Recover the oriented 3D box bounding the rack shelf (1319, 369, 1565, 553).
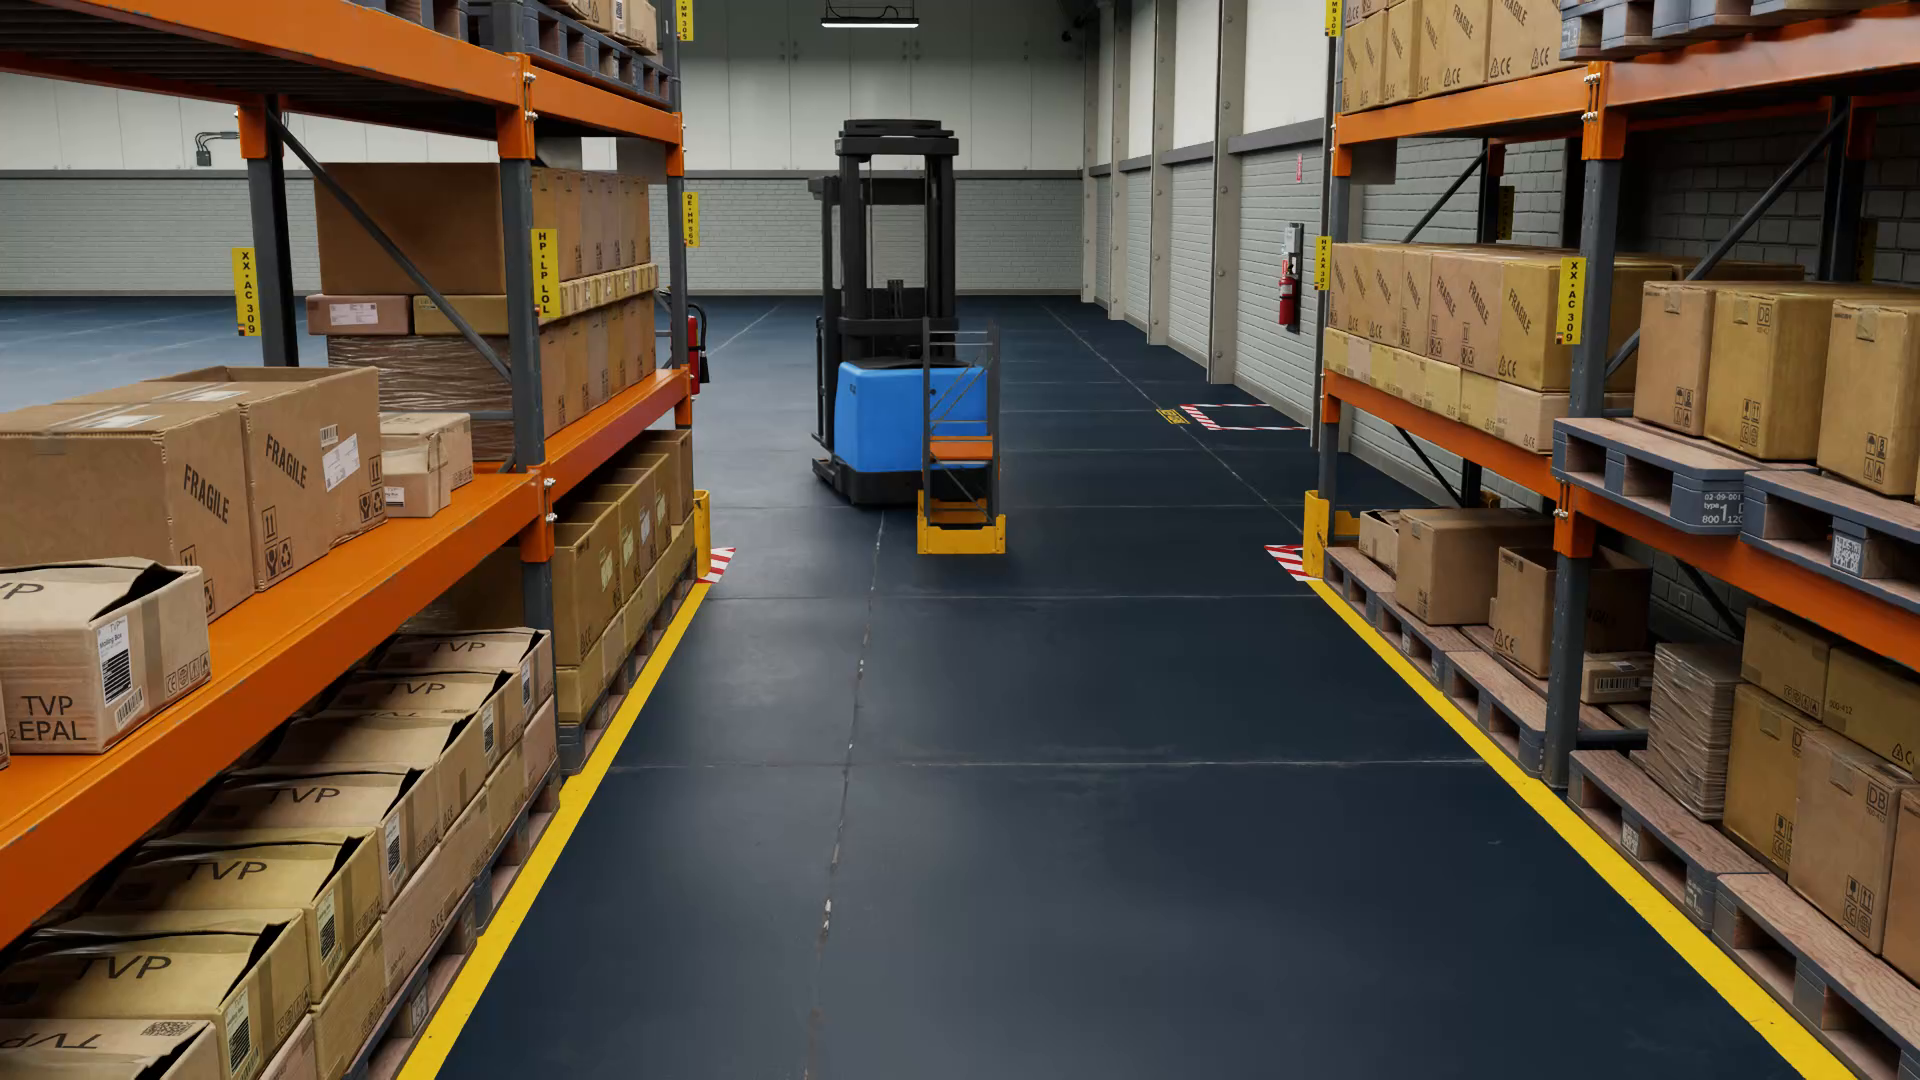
[{"bbox_3d":[2.818,-0.529,8.434,1.077,0.370,4.000,0,11,-1],"label":"rack shelf"}]

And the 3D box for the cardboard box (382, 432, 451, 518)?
[{"bbox_3d":[-1.892,-0.223,5.454,0.396,0.266,0.258,-1,11,-3],"label":"cardboard box"}]

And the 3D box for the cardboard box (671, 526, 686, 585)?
[{"bbox_3d":[-1.847,0.088,9.440,0.500,0.250,0.500,0,11,-1],"label":"cardboard box"}]

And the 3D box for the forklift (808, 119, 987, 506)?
[{"bbox_3d":[-0.637,-1.949,13.794,1.130,2.935,3.031,-3,12,-14],"label":"forklift"}]

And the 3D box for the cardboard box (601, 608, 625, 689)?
[{"bbox_3d":[-1.805,0.486,7.481,0.500,0.250,0.500,0,11,-1],"label":"cardboard box"}]

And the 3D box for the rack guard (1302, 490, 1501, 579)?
[{"bbox_3d":[2.778,-0.039,10.496,1.175,0.500,0.348,0,11,-1],"label":"rack guard"}]

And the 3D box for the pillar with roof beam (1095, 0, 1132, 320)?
[{"bbox_3d":[-1.144,-8.837,32.486,9.100,9.000,0.548,0,11,-1],"label":"pillar with roof beam"}]

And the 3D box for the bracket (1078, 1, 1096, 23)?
[{"bbox_3d":[2.743,-11.215,35.156,0.076,0.066,4.783,0,11,-1],"label":"bracket"}]

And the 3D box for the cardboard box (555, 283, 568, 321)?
[{"bbox_3d":[-1.924,-1.038,7.247,0.380,0.149,0.250,0,11,-2],"label":"cardboard box"}]

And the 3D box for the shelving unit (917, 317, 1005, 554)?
[{"bbox_3d":[-0.002,-0.750,11.485,0.587,1.500,1.083,0,11,-1],"label":"shelving unit"}]

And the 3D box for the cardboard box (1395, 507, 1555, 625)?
[{"bbox_3d":[2.678,0.127,8.569,0.700,0.500,0.500,-1,12,-5],"label":"cardboard box"}]

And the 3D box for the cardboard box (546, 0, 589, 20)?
[{"bbox_3d":[-1.851,-2.373,6.981,0.500,0.311,0.500,-1,12,-4],"label":"cardboard box"}]

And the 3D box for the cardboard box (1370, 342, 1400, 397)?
[{"bbox_3d":[2.499,-0.913,8.842,0.500,0.250,0.500,0,11,-2],"label":"cardboard box"}]

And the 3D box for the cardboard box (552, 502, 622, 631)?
[{"bbox_3d":[-1.808,0.118,7.406,0.500,0.500,0.500,0,11,-1],"label":"cardboard box"}]

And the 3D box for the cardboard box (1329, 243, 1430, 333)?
[{"bbox_3d":[2.486,-1.487,9.786,0.500,0.500,0.500,0,11,-1],"label":"cardboard box"}]

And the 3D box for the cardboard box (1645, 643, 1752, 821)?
[{"bbox_3d":[2.891,0.671,5.886,0.700,0.500,0.500,0,11,1],"label":"cardboard box"}]

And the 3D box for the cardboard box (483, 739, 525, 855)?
[{"bbox_3d":[-1.786,0.860,5.634,0.500,0.250,0.500,0,11,-2],"label":"cardboard box"}]

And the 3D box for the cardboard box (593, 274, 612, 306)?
[{"bbox_3d":[-1.943,-1.242,8.253,0.380,0.149,0.250,0,11,-2],"label":"cardboard box"}]

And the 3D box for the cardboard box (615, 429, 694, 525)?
[{"bbox_3d":[-1.867,-0.379,9.856,0.500,0.500,0.500,0,11,-1],"label":"cardboard box"}]

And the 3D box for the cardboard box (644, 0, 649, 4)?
[{"bbox_3d":[-2.168,-2.939,9.291,0.797,0.503,0.637,1,11,3],"label":"cardboard box"}]

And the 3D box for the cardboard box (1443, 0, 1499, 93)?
[{"bbox_3d":[2.555,-2.323,7.620,0.500,0.500,0.500,-1,11,-3],"label":"cardboard box"}]

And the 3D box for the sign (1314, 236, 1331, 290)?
[{"bbox_3d":[2.234,-1.702,10.225,0.100,0.325,0.005,0,11,-1],"label":"sign"}]

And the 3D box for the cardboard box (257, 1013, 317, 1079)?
[{"bbox_3d":[-1.739,1.268,3.623,0.500,0.250,0.500,-1,11,-3],"label":"cardboard box"}]

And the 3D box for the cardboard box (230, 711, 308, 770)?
[{"bbox_3d":[-2.317,0.689,5.067,0.500,0.311,0.500,-1,11,-3],"label":"cardboard box"}]

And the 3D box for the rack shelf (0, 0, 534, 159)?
[{"bbox_3d":[-2.052,-1.183,4.112,1.077,0.370,4.000,0,11,-1],"label":"rack shelf"}]

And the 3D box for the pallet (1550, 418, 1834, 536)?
[{"bbox_3d":[2.730,-0.238,5.670,1.003,0.211,1.213,0,11,-1],"label":"pallet"}]

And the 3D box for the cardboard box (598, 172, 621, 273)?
[{"bbox_3d":[-2.150,-1.635,8.560,0.700,0.500,0.500,0,11,-1],"label":"cardboard box"}]

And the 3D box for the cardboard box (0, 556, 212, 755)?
[{"bbox_3d":[-1.835,0.197,3.268,0.500,0.311,0.500,0,11,-2],"label":"cardboard box"}]

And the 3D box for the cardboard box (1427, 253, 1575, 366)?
[{"bbox_3d":[2.525,-1.080,7.780,0.500,0.500,0.500,-1,11,-3],"label":"cardboard box"}]

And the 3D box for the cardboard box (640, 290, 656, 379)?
[{"bbox_3d":[-2.179,-1.215,9.750,0.700,0.500,0.500,0,11,-1],"label":"cardboard box"}]

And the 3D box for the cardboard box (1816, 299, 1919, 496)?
[{"bbox_3d":[2.885,-0.406,4.657,0.700,0.500,0.500,1,12,7],"label":"cardboard box"}]

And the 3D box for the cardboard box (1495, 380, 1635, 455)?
[{"bbox_3d":[2.546,-0.514,6.873,0.500,0.250,0.500,0,11,-1],"label":"cardboard box"}]

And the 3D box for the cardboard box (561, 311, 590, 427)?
[{"bbox_3d":[-2.133,-0.805,7.732,0.700,0.500,0.500,0,11,0],"label":"cardboard box"}]

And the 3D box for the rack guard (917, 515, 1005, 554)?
[{"bbox_3d":[0.009,-0.039,11.121,0.587,0.250,0.087,0,11,-1],"label":"rack guard"}]

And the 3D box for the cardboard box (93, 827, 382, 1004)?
[{"bbox_3d":[-1.755,0.888,4.089,0.500,0.311,0.500,-1,11,-3],"label":"cardboard box"}]

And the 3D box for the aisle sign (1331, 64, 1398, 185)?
[{"bbox_3d":[2.475,-2.567,10.128,0.394,0.787,0.004,0,11,-1],"label":"aisle sign"}]

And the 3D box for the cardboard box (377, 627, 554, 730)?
[{"bbox_3d":[-1.798,0.483,6.083,0.500,0.311,0.500,0,11,-1],"label":"cardboard box"}]

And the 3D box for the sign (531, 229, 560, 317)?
[{"bbox_3d":[-1.551,-0.996,6.212,0.100,0.325,0.005,0,11,-1],"label":"sign"}]

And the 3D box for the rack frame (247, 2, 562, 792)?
[{"bbox_3d":[-2.093,-0.463,6.299,1.000,3.000,0.127,0,11,-1],"label":"rack frame"}]

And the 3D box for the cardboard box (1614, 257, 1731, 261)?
[{"bbox_3d":[3.051,-0.985,7.313,0.500,0.500,0.500,0,11,-1],"label":"cardboard box"}]

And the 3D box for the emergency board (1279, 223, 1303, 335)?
[{"bbox_3d":[3.519,-2.828,17.955,0.194,1.169,0.643,0,11,-1],"label":"emergency board"}]

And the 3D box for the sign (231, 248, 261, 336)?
[{"bbox_3d":[-2.648,-0.924,6.192,0.100,0.325,0.005,0,11,-1],"label":"sign"}]

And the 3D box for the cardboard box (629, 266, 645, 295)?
[{"bbox_3d":[-1.965,-1.447,9.266,0.380,0.149,0.250,0,11,-2],"label":"cardboard box"}]

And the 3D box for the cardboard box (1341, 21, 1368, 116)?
[{"bbox_3d":[2.534,-2.741,9.679,0.500,0.500,0.500,0,11,0],"label":"cardboard box"}]

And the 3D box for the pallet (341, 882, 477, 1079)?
[{"bbox_3d":[-2.011,1.293,4.656,1.003,0.211,1.213,0,11,-1],"label":"pallet"}]

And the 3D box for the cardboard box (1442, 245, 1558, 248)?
[{"bbox_3d":[2.999,-1.390,9.309,0.500,0.500,0.500,0,11,0],"label":"cardboard box"}]

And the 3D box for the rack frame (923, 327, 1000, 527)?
[{"bbox_3d":[0.009,-0.651,10.995,0.500,1.500,0.032,0,11,-1],"label":"rack frame"}]

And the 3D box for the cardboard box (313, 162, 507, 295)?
[{"bbox_3d":[-2.109,-1.236,6.594,0.700,0.500,0.500,0,11,-1],"label":"cardboard box"}]

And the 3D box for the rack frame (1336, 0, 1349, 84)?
[{"bbox_3d":[2.777,-4.220,9.725,1.000,3.000,0.127,0,11,-1],"label":"rack frame"}]

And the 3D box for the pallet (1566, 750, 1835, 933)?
[{"bbox_3d":[2.877,1.037,5.917,1.003,0.211,1.213,0,11,-1],"label":"pallet"}]

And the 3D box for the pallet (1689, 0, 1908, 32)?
[{"bbox_3d":[2.790,-1.533,4.500,1.213,0.211,1.003,0,11,-1],"label":"pallet"}]

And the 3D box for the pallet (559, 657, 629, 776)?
[{"bbox_3d":[-2.068,0.745,7.356,1.003,0.211,1.213,0,11,-1],"label":"pallet"}]
